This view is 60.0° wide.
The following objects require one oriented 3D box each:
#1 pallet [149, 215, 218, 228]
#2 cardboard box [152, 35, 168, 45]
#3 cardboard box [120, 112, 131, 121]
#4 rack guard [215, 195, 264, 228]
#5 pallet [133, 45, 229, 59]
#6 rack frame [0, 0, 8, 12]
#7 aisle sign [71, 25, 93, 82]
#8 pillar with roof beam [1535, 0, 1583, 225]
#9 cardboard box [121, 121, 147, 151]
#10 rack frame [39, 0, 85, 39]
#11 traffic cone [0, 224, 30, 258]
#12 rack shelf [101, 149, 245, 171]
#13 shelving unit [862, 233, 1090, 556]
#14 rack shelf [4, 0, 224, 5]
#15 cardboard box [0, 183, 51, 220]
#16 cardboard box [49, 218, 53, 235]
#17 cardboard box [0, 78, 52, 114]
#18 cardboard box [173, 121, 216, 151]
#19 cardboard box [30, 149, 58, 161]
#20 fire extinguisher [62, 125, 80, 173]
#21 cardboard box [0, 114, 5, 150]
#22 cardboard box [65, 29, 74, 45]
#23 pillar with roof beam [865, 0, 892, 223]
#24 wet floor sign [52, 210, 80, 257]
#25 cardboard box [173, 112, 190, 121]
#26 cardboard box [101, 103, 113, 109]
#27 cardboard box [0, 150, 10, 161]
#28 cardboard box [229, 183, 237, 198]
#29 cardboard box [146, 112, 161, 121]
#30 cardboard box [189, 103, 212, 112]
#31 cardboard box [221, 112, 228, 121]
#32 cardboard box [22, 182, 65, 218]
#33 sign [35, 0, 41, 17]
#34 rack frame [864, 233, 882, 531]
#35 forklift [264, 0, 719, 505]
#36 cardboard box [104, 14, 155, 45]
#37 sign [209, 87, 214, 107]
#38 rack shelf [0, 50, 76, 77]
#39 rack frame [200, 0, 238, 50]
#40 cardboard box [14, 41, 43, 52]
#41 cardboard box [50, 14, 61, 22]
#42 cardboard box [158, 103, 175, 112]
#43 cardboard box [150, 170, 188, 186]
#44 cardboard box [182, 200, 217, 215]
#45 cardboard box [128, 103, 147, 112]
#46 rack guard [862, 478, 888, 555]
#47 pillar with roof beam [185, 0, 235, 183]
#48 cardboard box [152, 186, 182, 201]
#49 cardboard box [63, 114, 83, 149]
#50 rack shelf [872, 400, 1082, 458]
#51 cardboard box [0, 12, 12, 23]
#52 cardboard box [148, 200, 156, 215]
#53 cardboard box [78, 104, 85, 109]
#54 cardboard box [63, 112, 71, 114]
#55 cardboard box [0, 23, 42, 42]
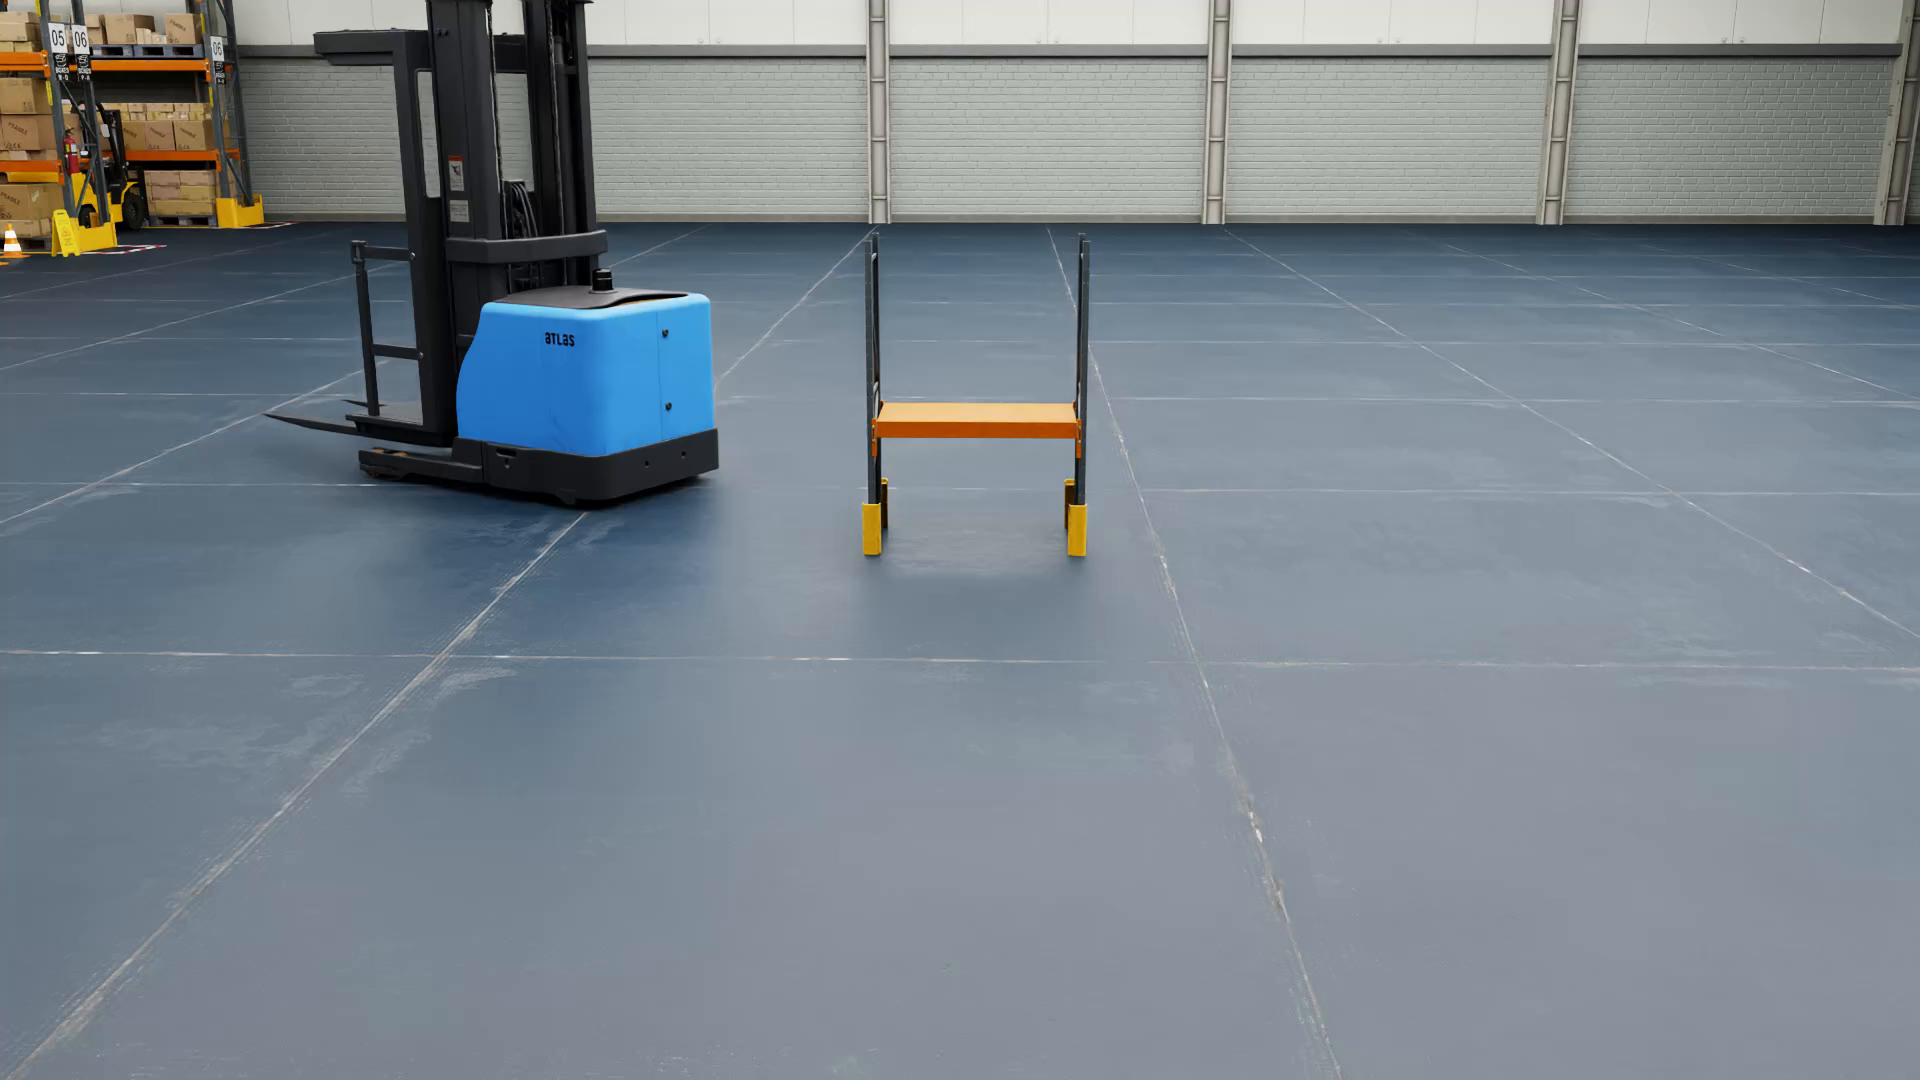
[{"bbox_3d":[-13.534,-5.681,29.458,1.213,0.211,1.003,0,15,1],"label":"pallet"},{"bbox_3d":[-13.604,-8.543,28.434,0.250,0.149,0.380,0,15,0],"label":"cardboard box"},{"bbox_3d":[-14.405,-7.330,28.774,0.250,0.149,0.380,0,15,2],"label":"cardboard box"},{"bbox_3d":[-12.744,-5.826,29.442,0.348,0.500,1.175,0,15,1],"label":"rack guard"},{"bbox_3d":[-13.474,-8.454,28.795,1.213,0.211,1.003,0,15,1],"label":"pallet"},{"bbox_3d":[-16.767,-9.962,28.457,0.127,3.000,1.000,0,15,1],"label":"rack frame"},{"bbox_3d":[-12.821,-7.105,24.292,0.004,0.787,0.394,0,15,1],"label":"aisle sign"},{"bbox_3d":[10.441,-8.916,24.493,0.400,9.000,9.100,0,15,1],"label":"pillar with roof beam"},{"bbox_3d":[-14.297,-7.028,28.904,0.500,0.500,0.500,0,15,0],"label":"cardboard box"},{"bbox_3d":[-12.891,-8.670,23.561,0.127,3.000,1.000,0,15,1],"label":"rack frame"},{"bbox_3d":[-13.354,-4.216,23.413,0.334,0.463,0.336,0,15,1],"label":"traffic cone"},{"bbox_3d":[-14.767,-6.700,29.265,4.000,0.370,1.077,0,15,1],"label":"rack shelf"},{"bbox_3d":[0.076,-0.725,8.147,1.083,1.500,0.587,0,15,1],"label":"shelving unit"},{"bbox_3d":[-14.767,-9.407,28.551,4.000,0.370,1.077,0,15,1],"label":"rack shelf"},{"bbox_3d":[-13.699,-4.944,24.295,0.500,0.500,0.500,0,15,2],"label":"cardboard box"},{"bbox_3d":[-13.690,-4.718,24.910,0.500,0.250,0.500,0,15,1],"label":"cardboard box"},{"bbox_3d":[-13.407,-6.392,23.949,0.500,0.500,0.700,0,15,0],"label":"cardboard box"},{"bbox_3d":[-13.267,-7.019,28.870,0.500,0.500,0.500,0,15,0],"label":"cardboard box"},{"bbox_3d":[-13.270,-5.595,24.161,0.250,0.149,0.380,1,15,3],"label":"cardboard box"},{"bbox_3d":[-12.788,-5.613,23.888,0.183,0.674,0.296,0,15,1],"label":"fire extinguisher"},{"bbox_3d":[-13.941,-5.899,24.039,0.500,0.500,0.500,0,15,2],"label":"cardboard box"},{"bbox_3d":[-15.291,-8.611,28.461,0.258,0.266,0.396,0,15,0],"label":"cardboard box"},{"bbox_3d":[-1.555,-8.994,24.789,0.400,9.000,9.100,0,15,1],"label":"pillar with roof beam"},{"bbox_3d":[-12.729,-4.356,23.587,0.232,0.644,0.267,6,16,21],"label":"wet floor sign"},{"bbox_3d":[-13.378,-7.322,28.744,0.250,0.149,0.380,1,15,2],"label":"cardboard box"},{"bbox_3d":[-14.665,-7.498,28.828,0.250,0.149,0.380,1,15,2],"label":"cardboard box"},{"bbox_3d":[-13.782,-5.576,24.087,0.250,0.149,0.380,0,15,0],"label":"cardboard box"},{"bbox_3d":[-13.233,-6.206,29.570,0.500,0.250,0.500,1,15,2],"label":"cardboard box"},{"bbox_3d":[-13.883,-7.343,28.826,0.250,0.149,0.380,0,15,1],"label":"cardboard box"},{"bbox_3d":[-13.132,-7.489,28.796,0.250,0.149,0.380,0,15,2],"label":"cardboard box"},{"bbox_3d":[-13.101,-7.465,29.288,0.250,0.149,0.380,0,15,0],"label":"cardboard box"},{"bbox_3d":[-13.714,-5.081,24.815,0.500,0.500,0.500,0,15,0],"label":"cardboard box"},{"bbox_3d":[-12.925,-7.506,23.294,0.005,0.325,0.100,0,15,1],"label":"sign"},{"bbox_3d":[-0.423,-0.728,8.159,0.032,1.500,0.500,0,15,1],"label":"rack frame"},{"bbox_3d":[-2.921,-1.864,9.659,3.031,2.935,1.130,9,17,31],"label":"forklift"},{"bbox_3d":[-14.238,-8.758,28.560,0.500,0.500,0.700,0,15,2],"label":"cardboard box"},{"bbox_3d":[-12.796,-7.571,28.422,0.005,0.325,0.100,0,15,1],"label":"sign"},{"bbox_3d":[-14.890,-6.884,24.084,4.000,0.370,1.077,0,15,1],"label":"rack shelf"},{"bbox_3d":[-12.768,-9.936,28.359,0.127,3.000,1.000,0,15,1],"label":"rack frame"},{"bbox_3d":[-13.255,-7.029,23.714,0.250,0.149,0.380,0,15,2],"label":"cardboard box"},{"bbox_3d":[-13.241,-7.538,24.080,0.250,0.149,0.380,0,15,1],"label":"cardboard box"},{"bbox_3d":[-13.641,-7.478,28.752,0.250,0.149,0.380,1,15,3],"label":"cardboard box"},{"bbox_3d":[-13.747,-6.317,29.010,0.500,0.250,0.500,1,15,2],"label":"cardboard box"},{"bbox_3d":[-13.246,-5.831,29.127,0.500,0.250,0.500,0,15,2],"label":"cardboard box"},{"bbox_3d":[-14.151,-7.472,28.729,0.250,0.149,0.380,1,15,3],"label":"cardboard box"},{"bbox_3d":[-0.422,-0.124,8.318,0.087,0.250,0.587,0,15,1],"label":"rack guard"},{"bbox_3d":[-13.551,-9.072,25.086,0.400,9.000,9.100,0,15,1],"label":"pillar with roof beam"},{"bbox_3d":[-13.764,-6.080,29.090,0.500,0.250,0.500,0,15,1],"label":"cardboard box"},{"bbox_3d":[-13.358,-6.035,24.555,0.500,0.500,0.500,0,15,1],"label":"cardboard box"},{"bbox_3d":[0.085,-0.551,8.192,1.000,0.185,0.538,0,15,1],"label":"rack shelf"},{"bbox_3d":[-13.494,-7.422,23.640,0.250,0.149,0.380,1,15,2],"label":"cardboard box"},{"bbox_3d":[-14.243,-5.842,29.170,0.500,0.250,0.500,1,15,2],"label":"cardboard box"},{"bbox_3d":[-15.166,-7.501,28.839,0.250,0.149,0.380,0,15,1],"label":"cardboard box"},{"bbox_3d":[-15.428,-7.335,28.795,0.250,0.149,0.380,0,15,1],"label":"cardboard box"},{"bbox_3d":[-13.410,-7.225,23.677,0.500,0.250,0.500,0,15,1],"label":"cardboard box"}]
